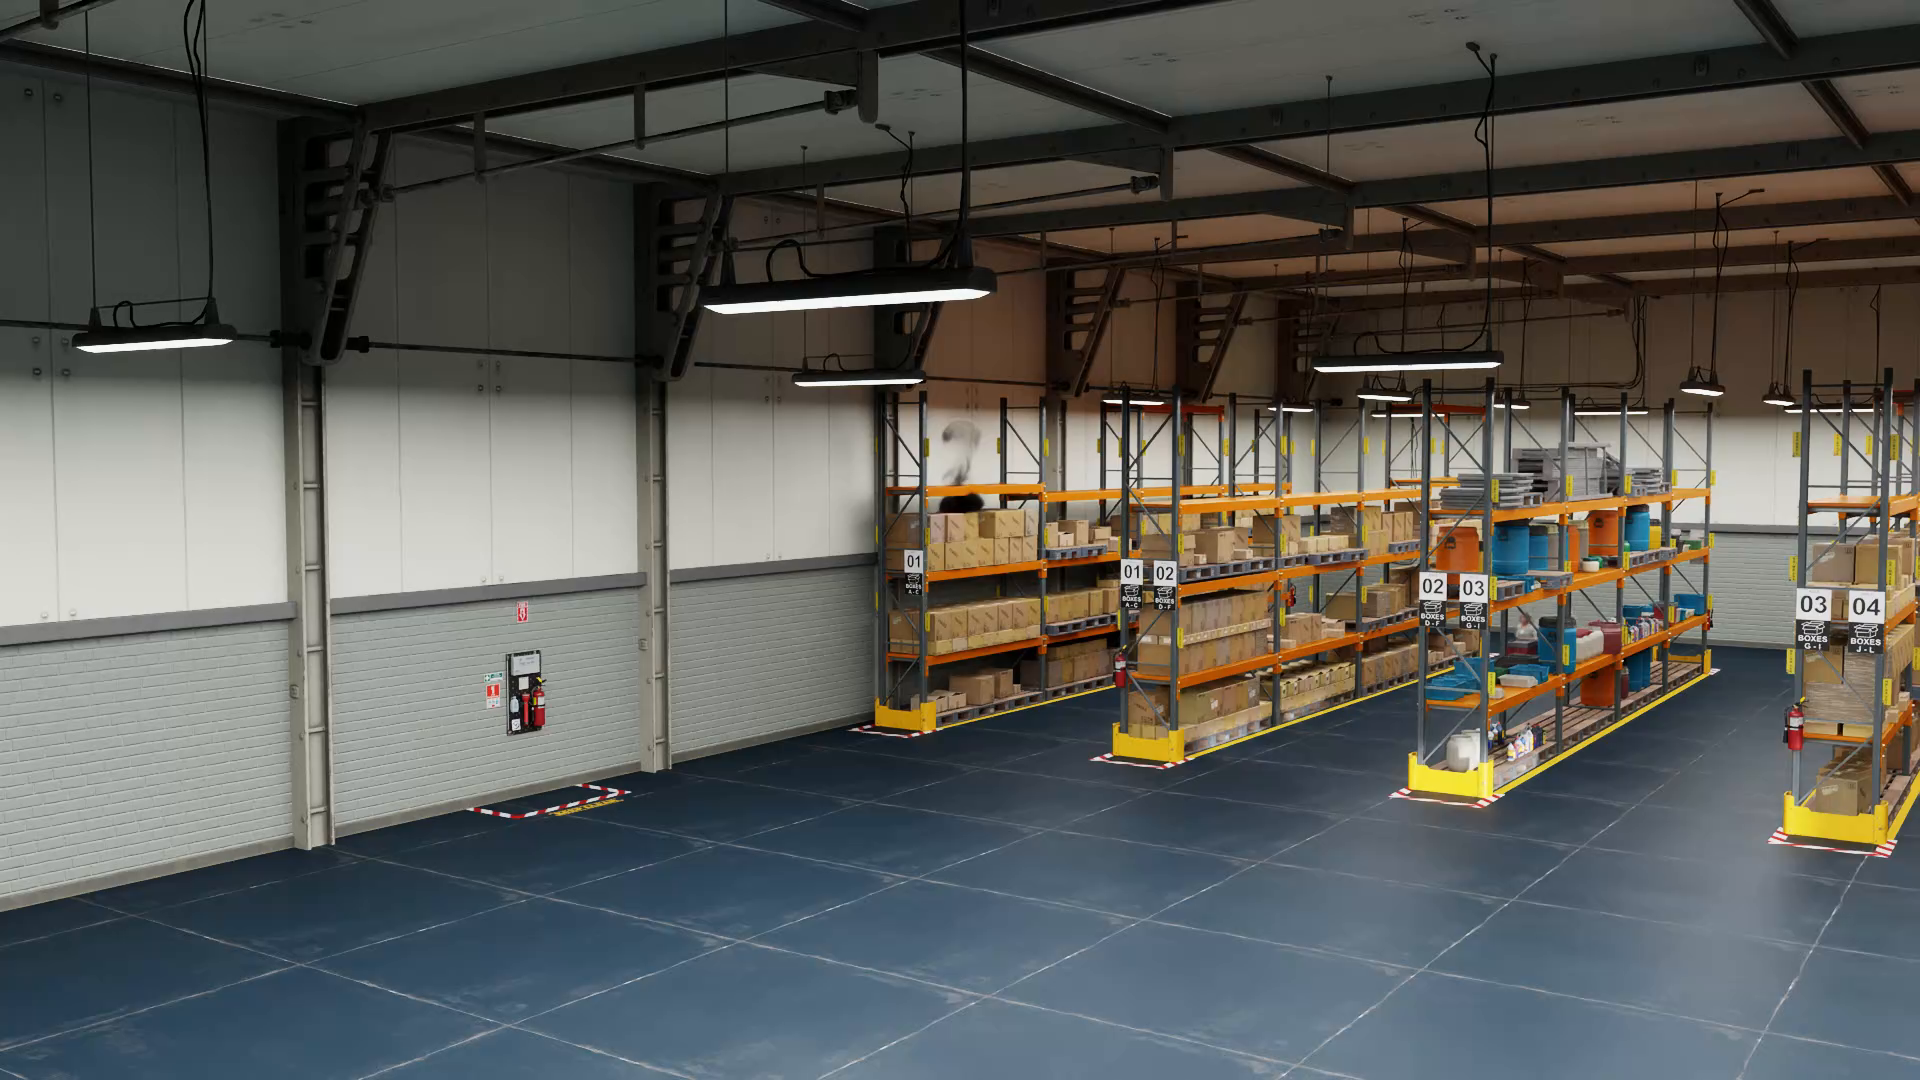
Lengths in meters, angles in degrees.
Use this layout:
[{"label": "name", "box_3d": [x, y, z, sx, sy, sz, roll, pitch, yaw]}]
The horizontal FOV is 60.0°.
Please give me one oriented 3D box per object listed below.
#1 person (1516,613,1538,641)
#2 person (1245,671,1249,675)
[{"label": "person", "box_3d": [11.670, 2.301, 34.266, 0.524, 1.611, 0.820, 2, 4, 35]}, {"label": "person", "box_3d": [6.075, 2.122, 36.238, 0.715, 1.738, 0.633, 2, 4, 25]}]
